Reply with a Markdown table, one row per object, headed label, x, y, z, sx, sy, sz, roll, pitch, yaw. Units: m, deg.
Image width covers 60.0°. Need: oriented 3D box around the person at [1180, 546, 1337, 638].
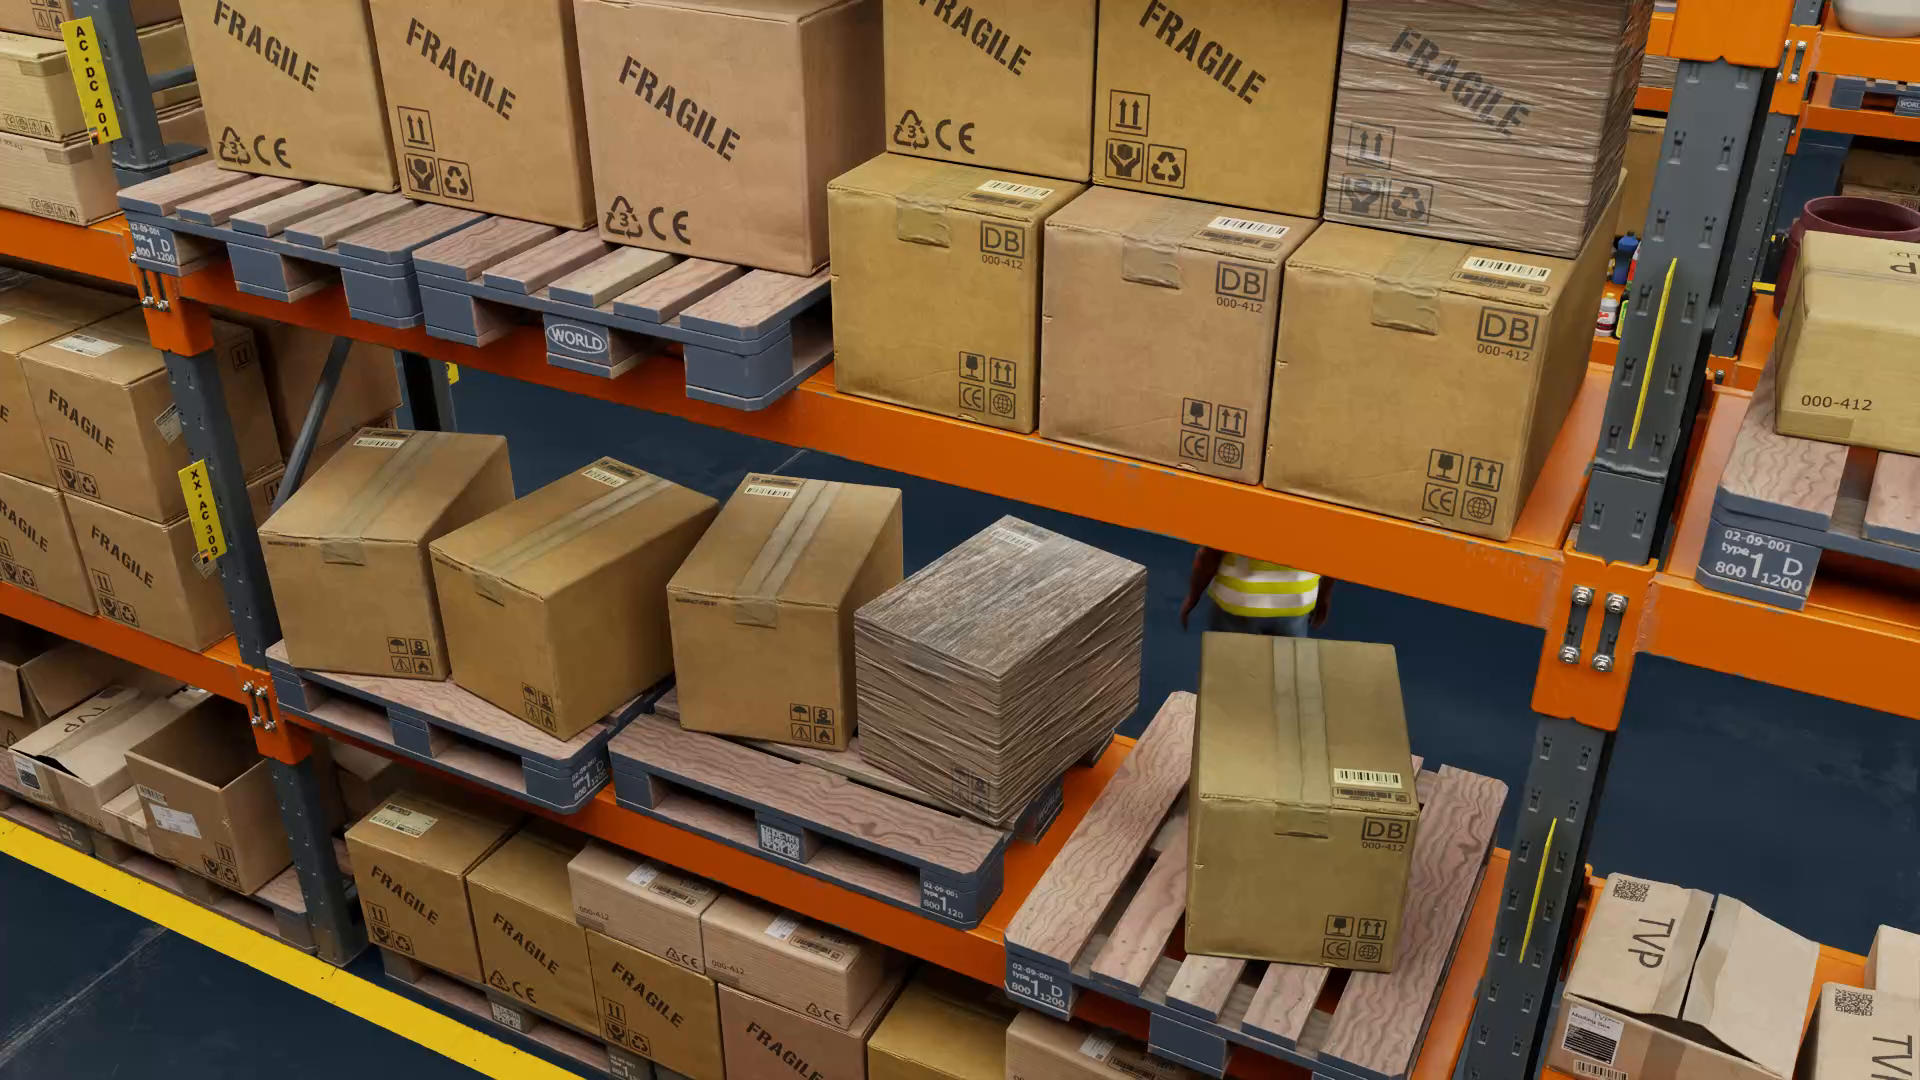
| label | x | y | z | sx | sy | sz | roll | pitch | yaw |
| --- | --- | --- | --- | --- | --- | --- | --- | --- | --- |
| person | 1.198 | 0.240 | 6.665 | 0.631 | 1.729 | 0.441 | -2 | 30 | -4 |
